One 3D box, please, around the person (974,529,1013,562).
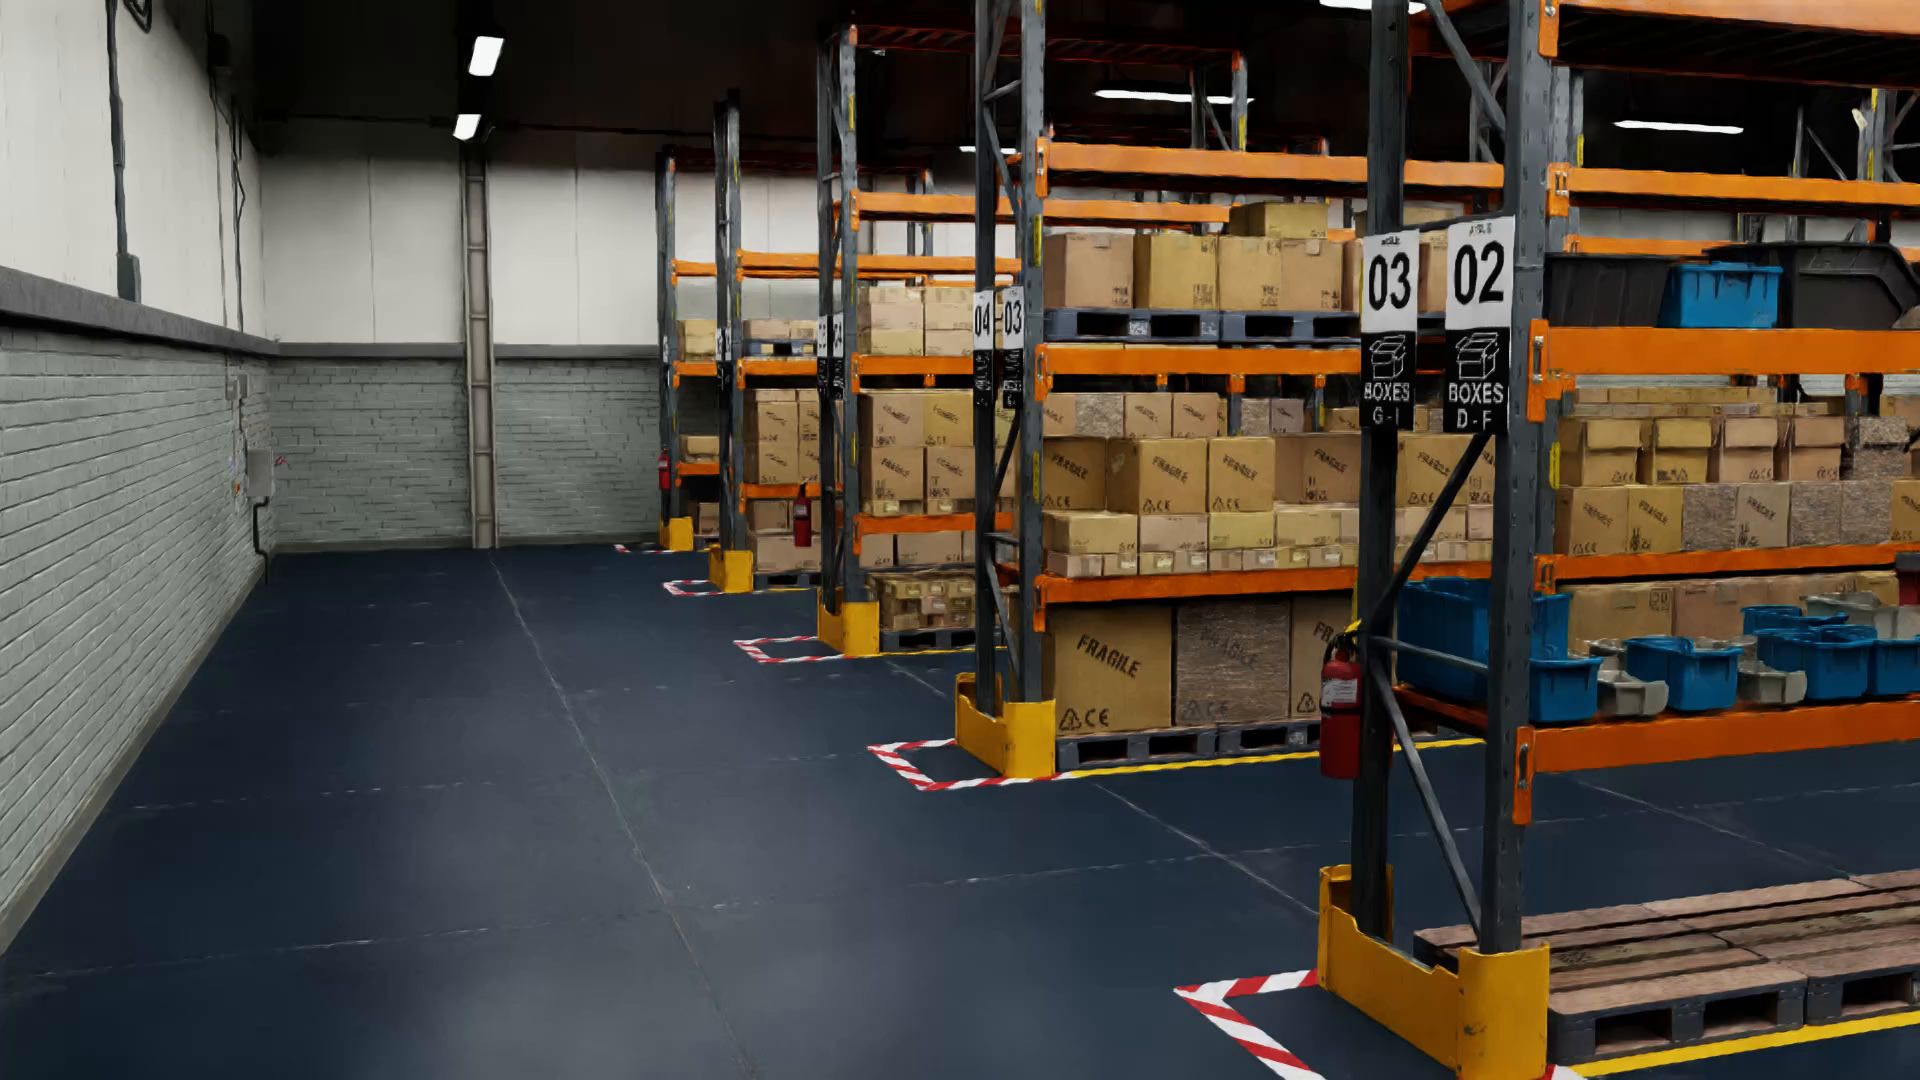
[{"bbox_3d":[0.438,-0.087,18.617,0.686,1.791,0.691,5,7,41],"label":"person"}]
